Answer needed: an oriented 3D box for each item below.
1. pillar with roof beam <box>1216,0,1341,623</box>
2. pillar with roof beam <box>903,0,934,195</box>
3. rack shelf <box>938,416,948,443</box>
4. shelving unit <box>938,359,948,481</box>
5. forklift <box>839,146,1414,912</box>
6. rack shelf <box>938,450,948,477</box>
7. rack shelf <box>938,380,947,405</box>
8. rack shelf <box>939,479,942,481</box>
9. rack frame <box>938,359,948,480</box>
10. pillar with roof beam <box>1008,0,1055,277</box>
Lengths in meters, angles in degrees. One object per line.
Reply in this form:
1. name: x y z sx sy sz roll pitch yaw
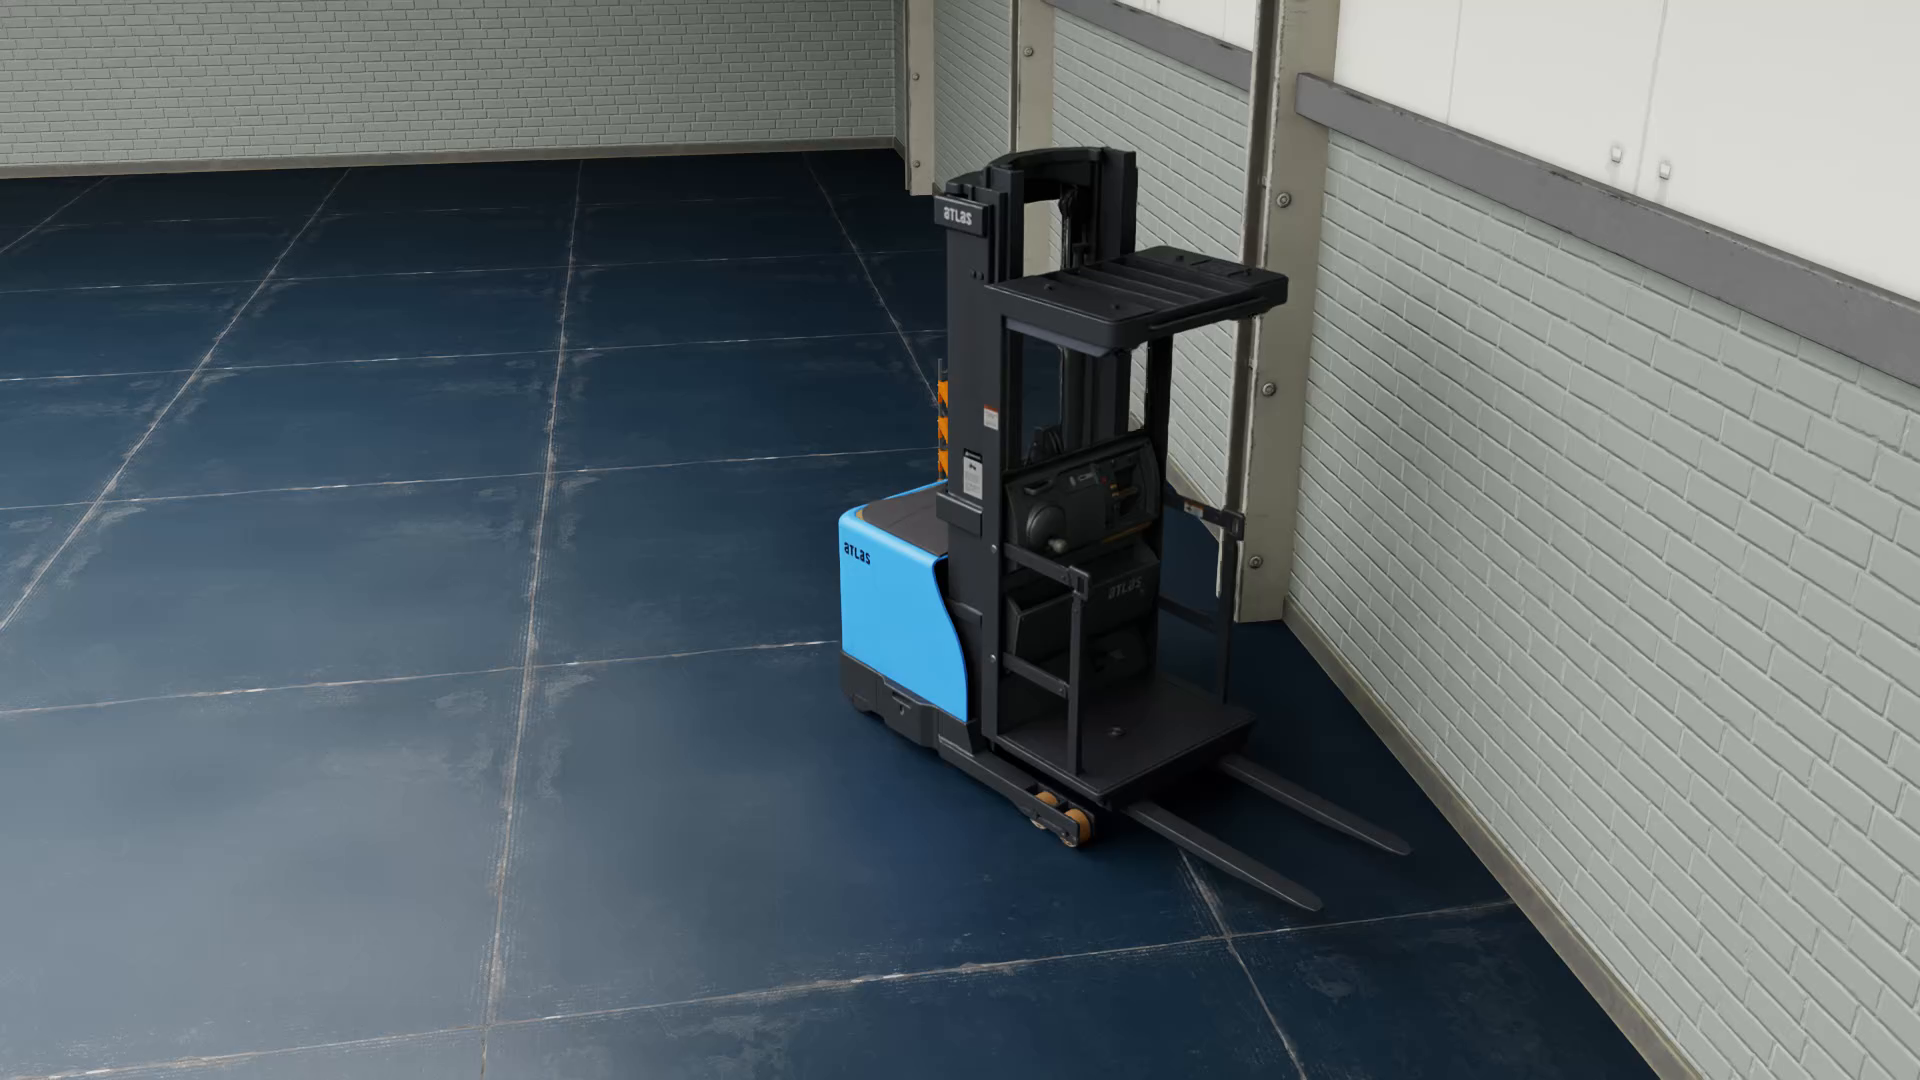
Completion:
1. pillar with roof beam: -2.506 -3.414 7.323 9.100 9.000 0.400 -4 24 -10
2. pillar with roof beam: -4.725 -8.134 18.130 9.100 9.000 0.400 -4 24 -10
3. rack shelf: 0.031 -0.628 10.298 0.258 0.148 0.480 -4 24 -10
4. shelving unit: 0.031 -0.485 10.361 0.258 1.200 0.503 -4 24 -10
5. forklift: 0.712 -0.178 7.496 1.130 2.935 3.031 -19 30 -37
6. rack shelf: 0.031 -0.423 10.388 0.258 0.148 0.480 -4 24 -10
7. rack shelf: 0.031 -0.845 10.204 0.258 0.148 0.480 -4 24 -10
8. rack shelf: 0.031 -0.241 10.467 0.258 0.148 0.480 -4 24 -10
9. rack frame: -0.015 -0.581 10.581 0.240 1.200 0.015 -4 24 -10
10. pillar with roof beam: -3.615 -5.774 12.726 9.100 9.000 0.400 -4 24 -10
